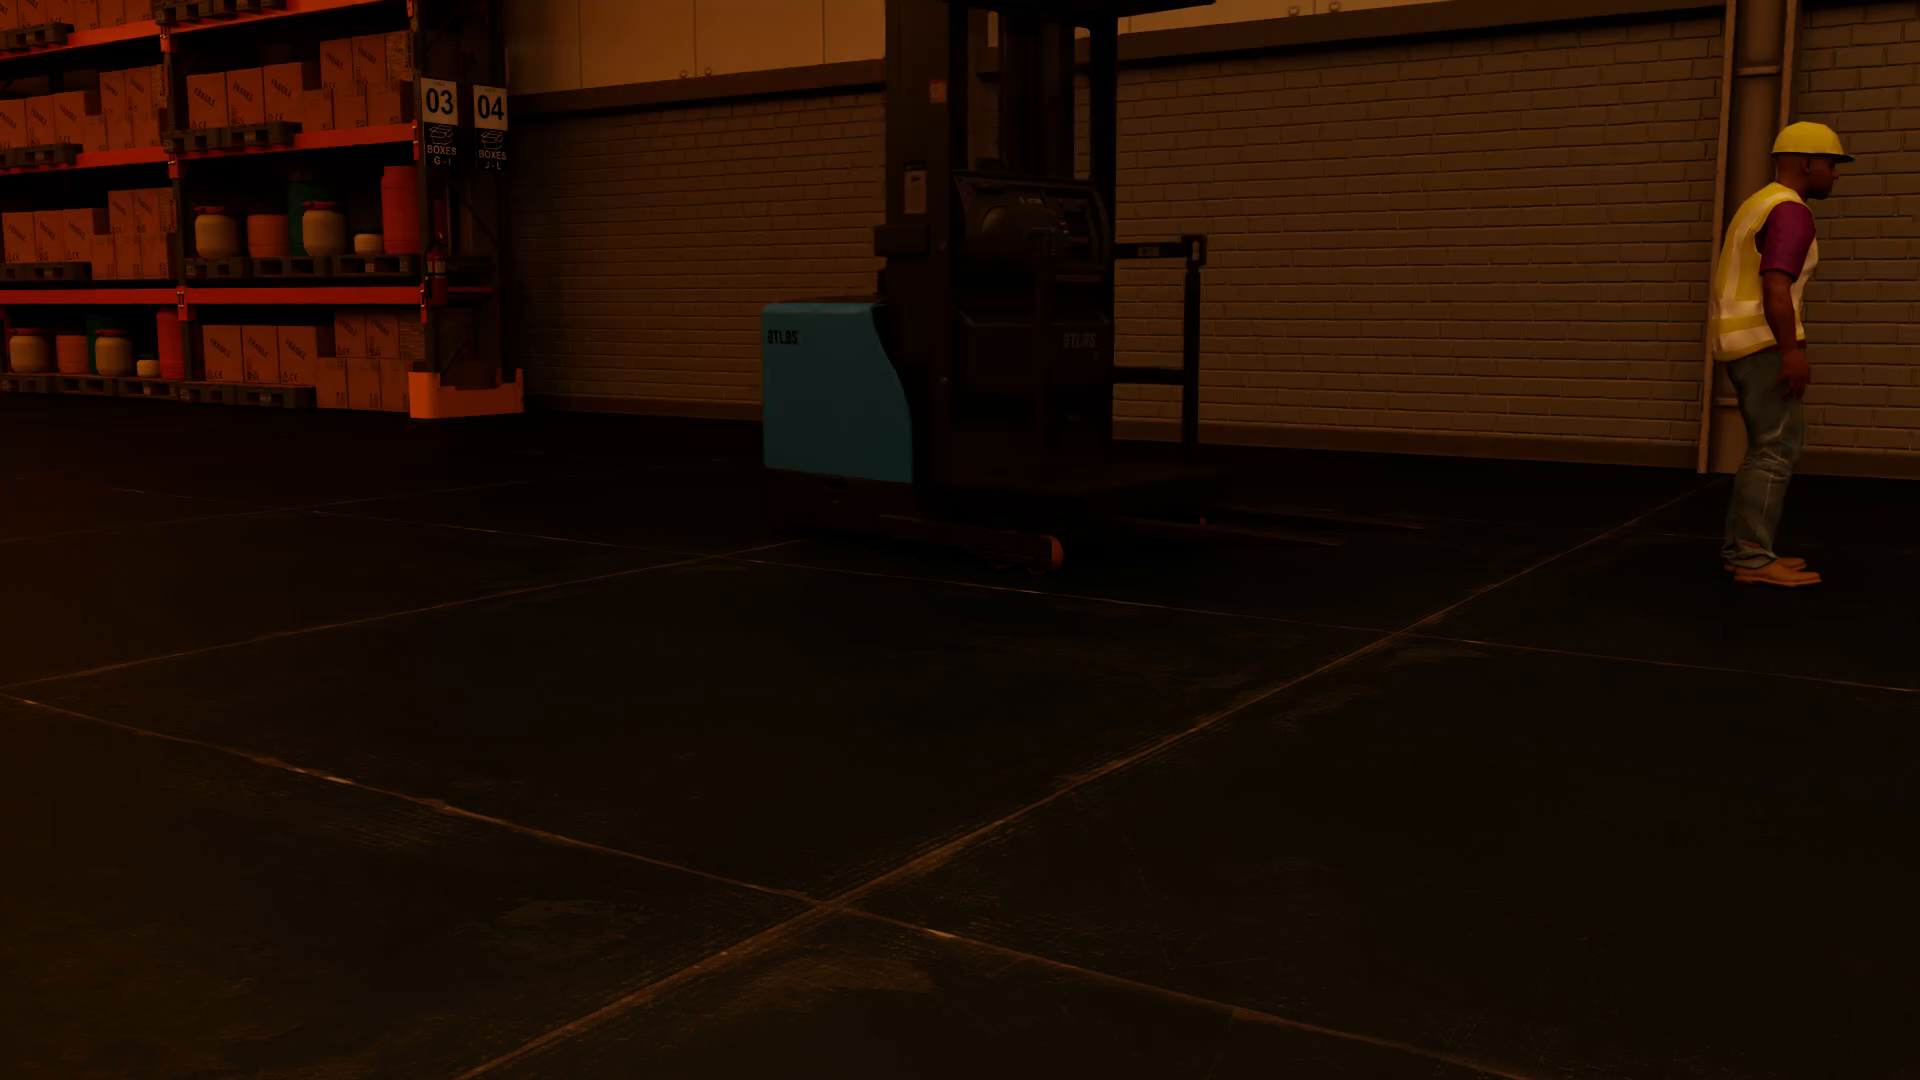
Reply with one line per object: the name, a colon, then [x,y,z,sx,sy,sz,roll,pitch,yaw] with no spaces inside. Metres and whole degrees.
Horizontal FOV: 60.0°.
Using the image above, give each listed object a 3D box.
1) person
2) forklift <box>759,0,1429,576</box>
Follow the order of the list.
person: [3.162,-0.722,6.447,0.460,1.759,0.629,2,8,17]
forklift: [0.473,-1.391,6.977,3.031,2.935,1.130,8,11,43]
